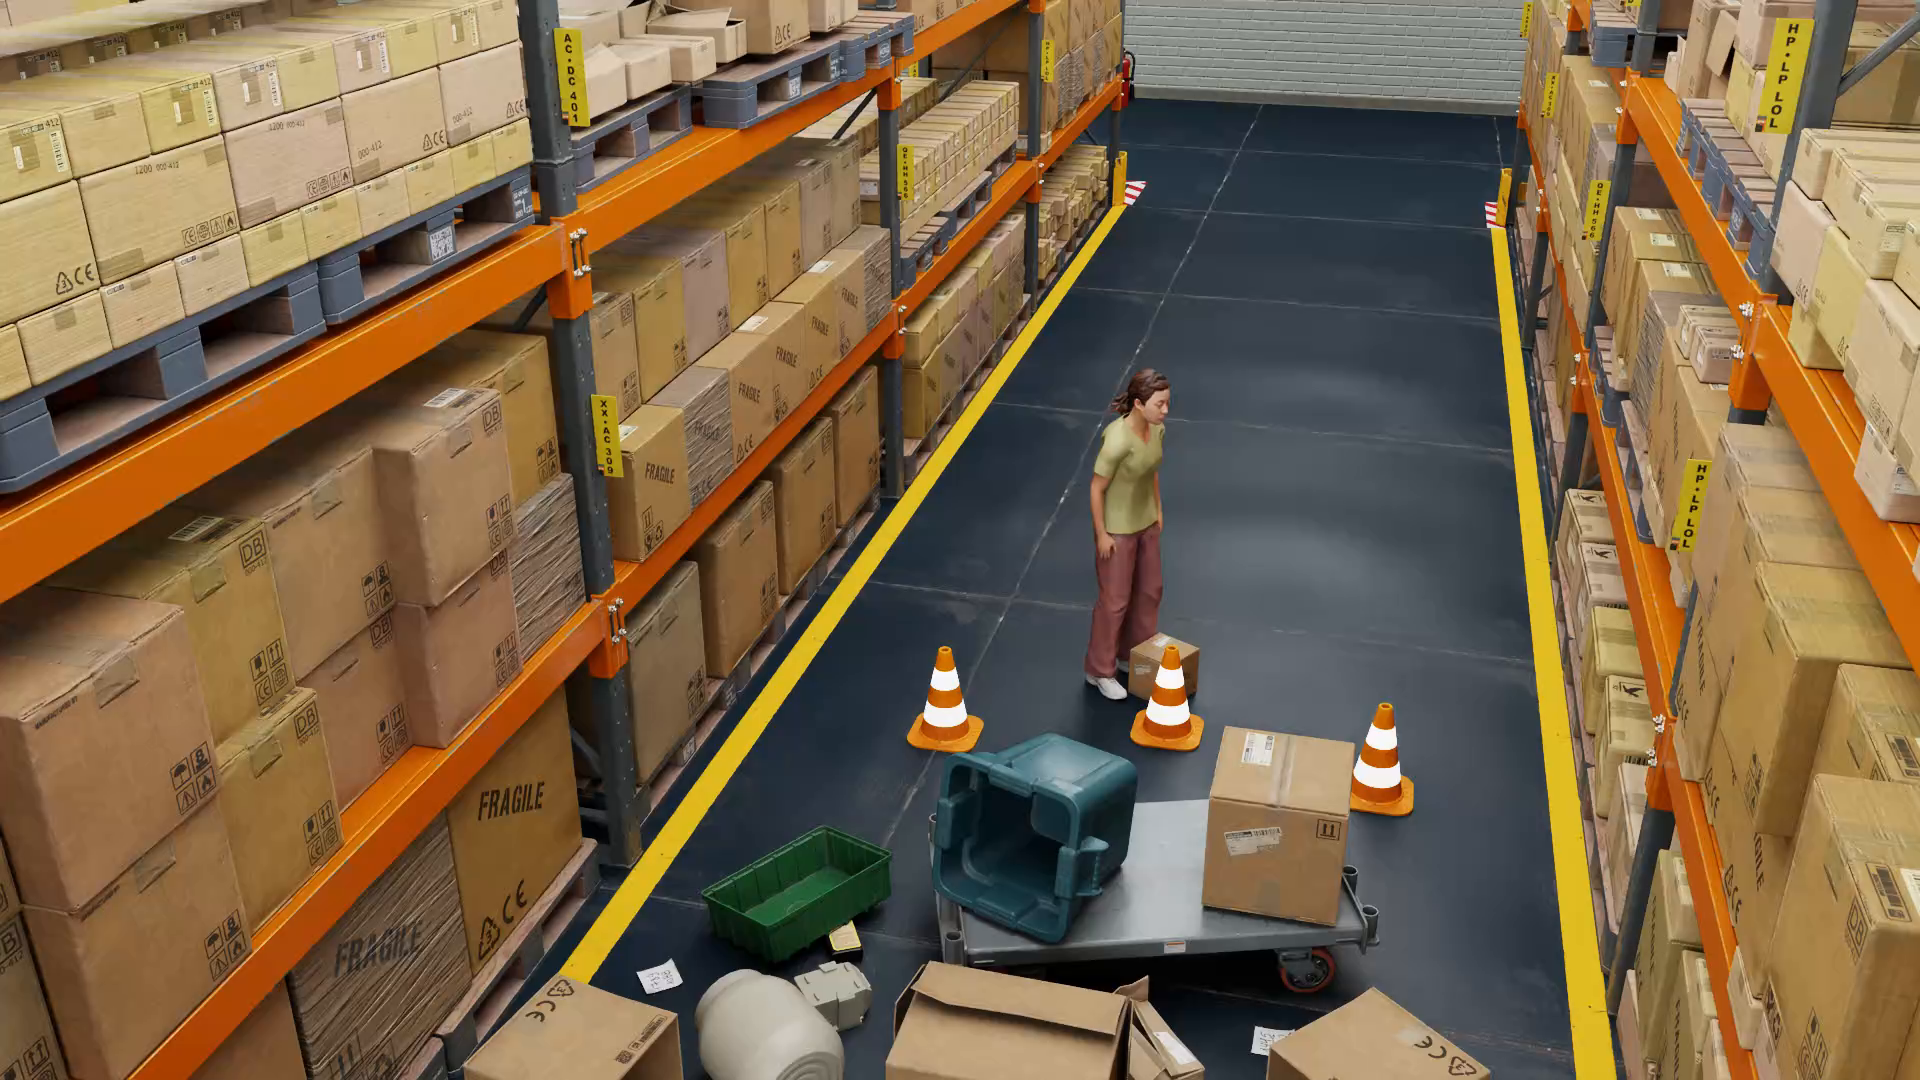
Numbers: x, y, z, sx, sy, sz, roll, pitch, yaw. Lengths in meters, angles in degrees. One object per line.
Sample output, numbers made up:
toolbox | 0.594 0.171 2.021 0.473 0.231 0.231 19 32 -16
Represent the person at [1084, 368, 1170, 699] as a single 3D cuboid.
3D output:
person | 0.865 0.056 8.266 0.404 1.438 0.500 22 33 38
